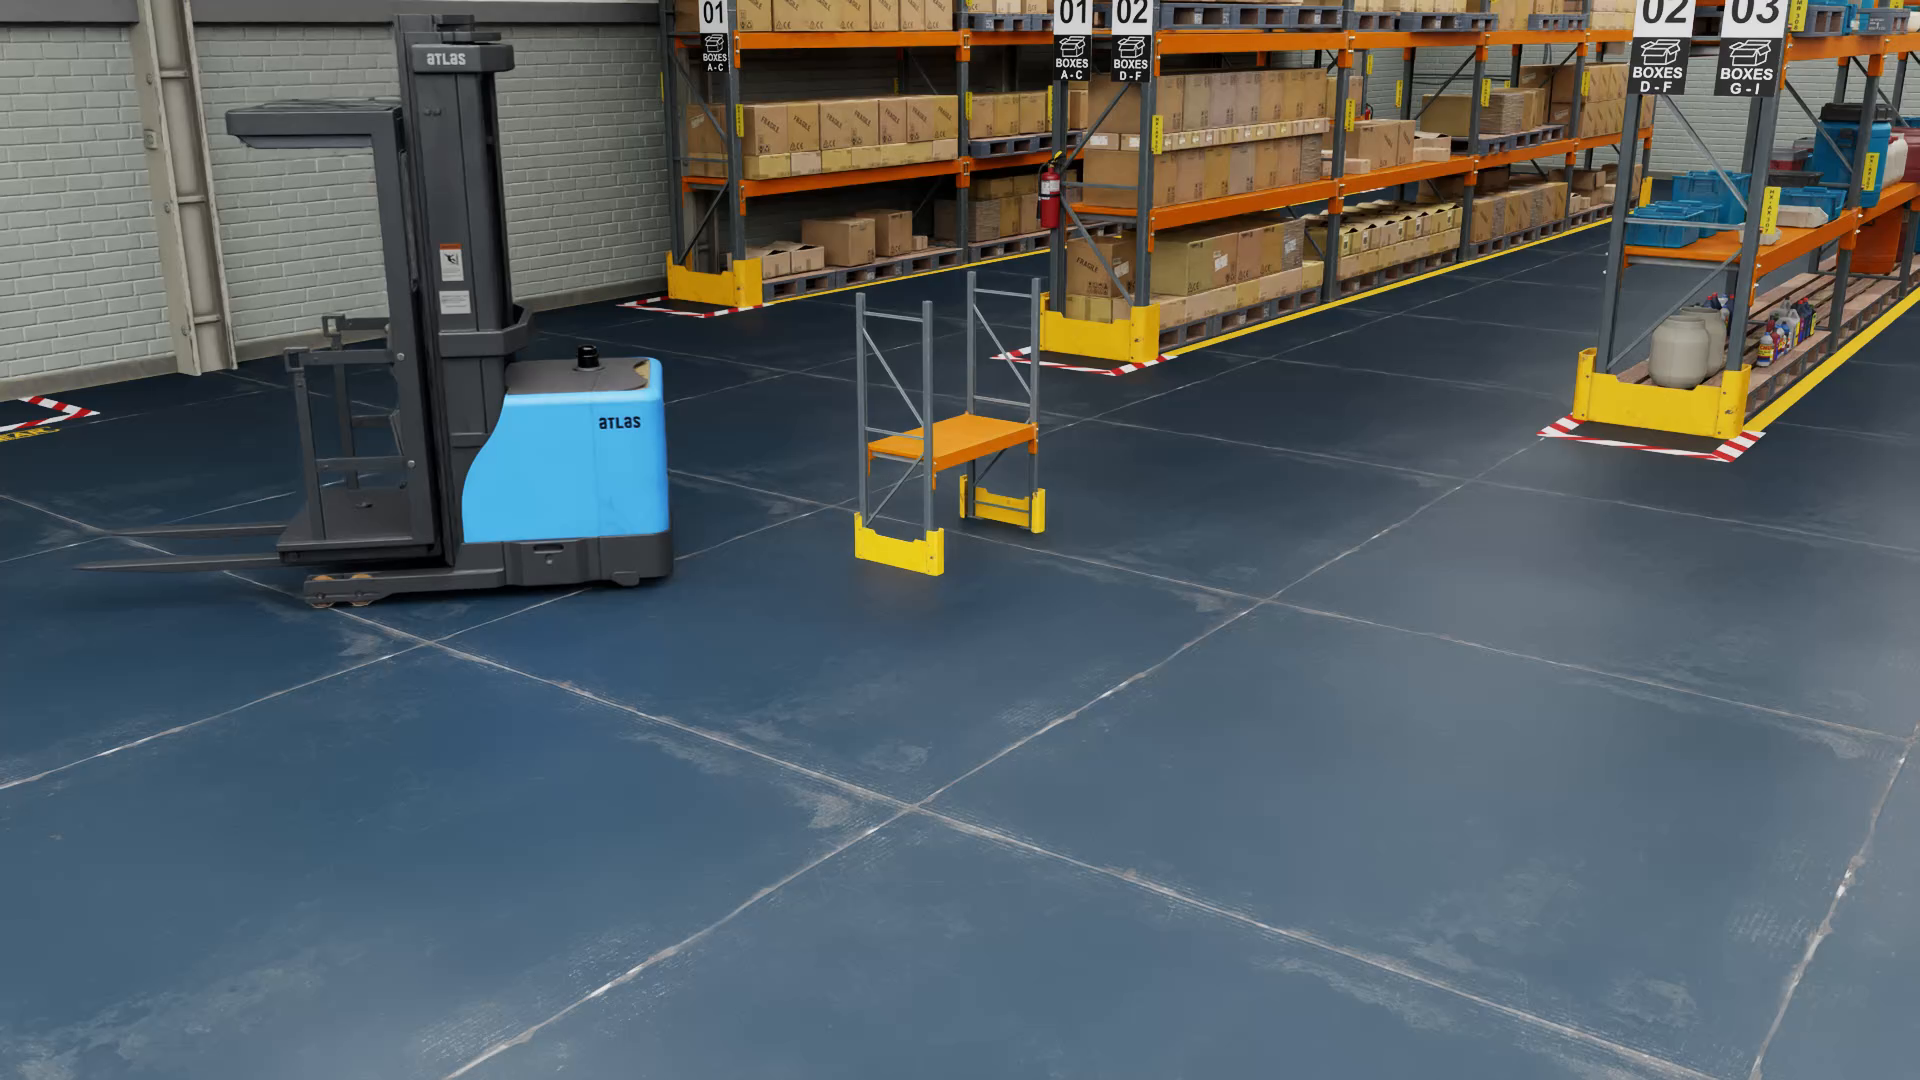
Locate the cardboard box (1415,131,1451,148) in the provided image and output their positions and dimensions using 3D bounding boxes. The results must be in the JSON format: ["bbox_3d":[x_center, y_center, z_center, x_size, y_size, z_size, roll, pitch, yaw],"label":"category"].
[{"bbox_3d":[5.776,-4.935,20.729,0.500,0.311,0.500,14,22,38],"label":"cardboard box"}]

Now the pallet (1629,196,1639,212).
[{"bbox_3d":[10.275,-5.422,26.849,1.003,0.211,1.213,12,21,35],"label":"pallet"}]

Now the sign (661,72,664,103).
[{"bbox_3d":[-3.153,-4.833,17.763,0.100,0.325,0.005,12,21,35],"label":"sign"}]

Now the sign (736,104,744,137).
[{"bbox_3d":[-2.283,-4.344,17.213,0.100,0.325,0.005,12,21,35],"label":"sign"}]

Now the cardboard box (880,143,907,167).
[{"bbox_3d":[-0.965,-4.511,19.430,0.500,0.250,0.500,12,21,34],"label":"cardboard box"}]

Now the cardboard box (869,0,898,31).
[{"bbox_3d":[-1.049,-6.048,18.900,0.500,0.500,0.500,11,21,33],"label":"cardboard box"}]

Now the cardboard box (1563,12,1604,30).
[{"bbox_3d":[8.900,-7.443,23.848,0.500,0.250,0.500,12,21,35],"label":"cardboard box"}]

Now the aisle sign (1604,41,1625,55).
[{"bbox_3d":[10.600,-8.272,26.940,0.394,0.787,0.004,12,21,35],"label":"aisle sign"}]

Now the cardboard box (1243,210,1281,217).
[{"bbox_3d":[3.117,-3.295,17.959,0.500,0.500,0.500,12,21,35],"label":"cardboard box"}]

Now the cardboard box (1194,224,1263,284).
[{"bbox_3d":[2.656,-2.842,16.502,0.500,0.500,0.500,12,21,35],"label":"cardboard box"}]

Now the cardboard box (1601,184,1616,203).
[{"bbox_3d":[10.079,-5.465,26.180,0.500,0.250,0.500,12,21,35],"label":"cardboard box"}]

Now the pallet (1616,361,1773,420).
[{"bbox_3d":[5.733,-1.163,13.132,1.003,0.211,1.213,12,21,35],"label":"pallet"}]

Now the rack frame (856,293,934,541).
[{"bbox_3d":[-0.354,-0.575,9.066,0.500,1.500,0.032,12,21,35],"label":"rack frame"}]

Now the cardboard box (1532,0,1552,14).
[{"bbox_3d":[7.672,-7.468,22.631,0.600,0.600,0.600,12,21,34],"label":"cardboard box"}]

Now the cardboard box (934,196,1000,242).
[{"bbox_3d":[0.090,-4.173,21.598,0.700,0.500,0.500,13,22,37],"label":"cardboard box"}]

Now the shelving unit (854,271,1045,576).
[{"bbox_3d":[-0.045,-0.698,9.463,0.587,1.500,1.083,12,21,35],"label":"shelving unit"}]

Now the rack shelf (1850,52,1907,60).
[{"bbox_3d":[11.196,-5.746,19.345,1.077,0.370,4.000,12,21,35],"label":"rack shelf"}]

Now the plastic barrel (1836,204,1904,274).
[{"bbox_3d":[10.282,-3.464,18.793,0.600,0.830,0.708,12,21,35],"label":"plastic barrel"}]

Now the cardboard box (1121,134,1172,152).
[{"bbox_3d":[1.668,-3.564,14.902,0.380,0.149,0.250,12,21,34],"label":"cardboard box"}]

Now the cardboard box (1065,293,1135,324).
[{"bbox_3d":[1.344,-2.219,15.759,0.500,0.250,0.500,12,21,35],"label":"cardboard box"}]

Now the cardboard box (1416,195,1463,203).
[{"bbox_3d":[6.397,-4.338,22.127,0.500,0.500,0.500,13,22,37],"label":"cardboard box"}]

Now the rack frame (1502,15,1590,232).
[{"bbox_3d":[8.412,-6.010,24.038,1.000,3.000,0.127,12,21,35],"label":"rack frame"}]

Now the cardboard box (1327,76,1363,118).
[{"bbox_3d":[6.519,-7.857,29.481,0.980,0.700,0.700,14,22,37],"label":"cardboard box"}]

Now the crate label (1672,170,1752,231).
[{"bbox_3d":[6.117,-2.778,13.573,0.502,0.435,0.616,12,21,35],"label":"crate label"}]

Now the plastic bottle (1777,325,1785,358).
[{"bbox_3d":[6.832,-1.665,13.905,0.097,0.271,0.097,0,17,0],"label":"plastic bottle"}]

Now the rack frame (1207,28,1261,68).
[{"bbox_3d":[4.431,-6.884,26.854,1.000,3.000,0.127,12,21,35],"label":"rack frame"}]

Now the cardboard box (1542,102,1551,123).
[{"bbox_3d":[8.503,-6.222,24.553,0.500,0.500,0.500,13,21,36],"label":"cardboard box"}]

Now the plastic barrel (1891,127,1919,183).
[{"bbox_3d":[9.971,-4.082,17.600,0.600,0.536,0.708,12,21,35],"label":"plastic barrel"}]

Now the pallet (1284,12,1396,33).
[{"bbox_3d":[4.160,-5.658,18.170,0.805,0.209,1.217,11,21,33],"label":"pallet"}]

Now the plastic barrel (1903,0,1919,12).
[{"bbox_3d":[10.345,-6.154,18.012,0.600,0.830,0.708,12,21,35],"label":"plastic barrel"}]

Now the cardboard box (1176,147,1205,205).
[{"bbox_3d":[1.859,-3.434,15.576,0.700,0.500,0.500,13,22,36],"label":"cardboard box"}]

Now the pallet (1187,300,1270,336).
[{"bbox_3d":[2.411,-2.299,16.790,1.003,0.211,1.213,12,21,35],"label":"pallet"}]

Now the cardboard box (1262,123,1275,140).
[{"bbox_3d":[2.897,-4.057,16.488,0.380,0.149,0.250,13,22,36],"label":"cardboard box"}]

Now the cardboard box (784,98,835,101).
[{"bbox_3d":[-1.696,-4.834,19.207,0.500,0.500,0.500,13,21,35],"label":"cardboard box"}]

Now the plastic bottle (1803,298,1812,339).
[{"bbox_3d":[7.469,-1.969,14.751,0.144,0.351,0.185,12,21,33],"label":"plastic bottle"}]

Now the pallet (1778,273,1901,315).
[{"bbox_3d":[9.511,-2.671,17.990,1.003,0.211,1.213,12,21,35],"label":"pallet"}]

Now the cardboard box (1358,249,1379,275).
[{"bbox_3d":[4.390,-3.165,18.807,0.500,0.250,0.500,13,22,36],"label":"cardboard box"}]

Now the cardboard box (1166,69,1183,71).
[{"bbox_3d":[3.347,-7.132,25.684,0.500,0.250,0.500,12,21,33],"label":"cardboard box"}]

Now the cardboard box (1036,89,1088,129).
[{"bbox_3d":[1.464,-5.938,22.896,0.700,0.500,0.500,10,20,30],"label":"cardboard box"}]

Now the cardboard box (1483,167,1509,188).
[{"bbox_3d":[7.332,-5.074,23.233,0.500,0.250,0.500,12,21,35],"label":"cardboard box"}]

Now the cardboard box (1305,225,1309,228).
[{"bbox_3d":[3.656,-3.407,18.638,0.500,0.311,0.500,12,21,35],"label":"cardboard box"}]

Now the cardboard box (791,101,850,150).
[{"bbox_3d":[-1.578,-4.621,18.520,0.500,0.500,0.500,12,21,33],"label":"cardboard box"}]

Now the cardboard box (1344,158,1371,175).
[{"bbox_3d":[4.337,-4.159,18.503,0.380,0.149,0.250,12,21,35],"label":"cardboard box"}]

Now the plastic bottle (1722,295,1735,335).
[{"bbox_3d":[6.922,-2.029,14.943,0.144,0.351,0.185,12,21,35],"label":"plastic bottle"}]

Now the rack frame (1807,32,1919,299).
[{"bbox_3d":[10.004,-4.181,18.149,1.000,3.000,0.127,12,21,35],"label":"rack frame"}]

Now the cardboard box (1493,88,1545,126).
[{"bbox_3d":[7.950,-6.185,23.725,0.700,0.500,0.500,5,18,16],"label":"cardboard box"}]

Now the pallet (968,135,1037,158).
[{"bbox_3d":[0.237,-5.043,21.250,1.003,0.211,1.213,12,21,35],"label":"pallet"}]

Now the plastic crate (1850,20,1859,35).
[{"bbox_3d":[6.989,-4.081,13.214,0.243,0.136,0.396,12,21,35],"label":"plastic crate"}]

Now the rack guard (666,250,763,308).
[{"bbox_3d":[-2.674,-2.850,18.079,1.175,0.500,0.348,12,21,35],"label":"rack guard"}]

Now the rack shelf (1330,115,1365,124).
[{"bbox_3d":[5.623,-7.017,28.495,1.077,0.370,4.000,12,21,35],"label":"rack shelf"}]

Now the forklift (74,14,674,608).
[{"bbox_3d":[-3.110,-1.215,8.714,3.031,2.935,1.130,-3,17,-9],"label":"forklift"}]

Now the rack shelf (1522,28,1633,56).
[{"bbox_3d":[9.603,-7.575,25.234,1.077,0.370,4.000,12,21,35],"label":"rack shelf"}]
